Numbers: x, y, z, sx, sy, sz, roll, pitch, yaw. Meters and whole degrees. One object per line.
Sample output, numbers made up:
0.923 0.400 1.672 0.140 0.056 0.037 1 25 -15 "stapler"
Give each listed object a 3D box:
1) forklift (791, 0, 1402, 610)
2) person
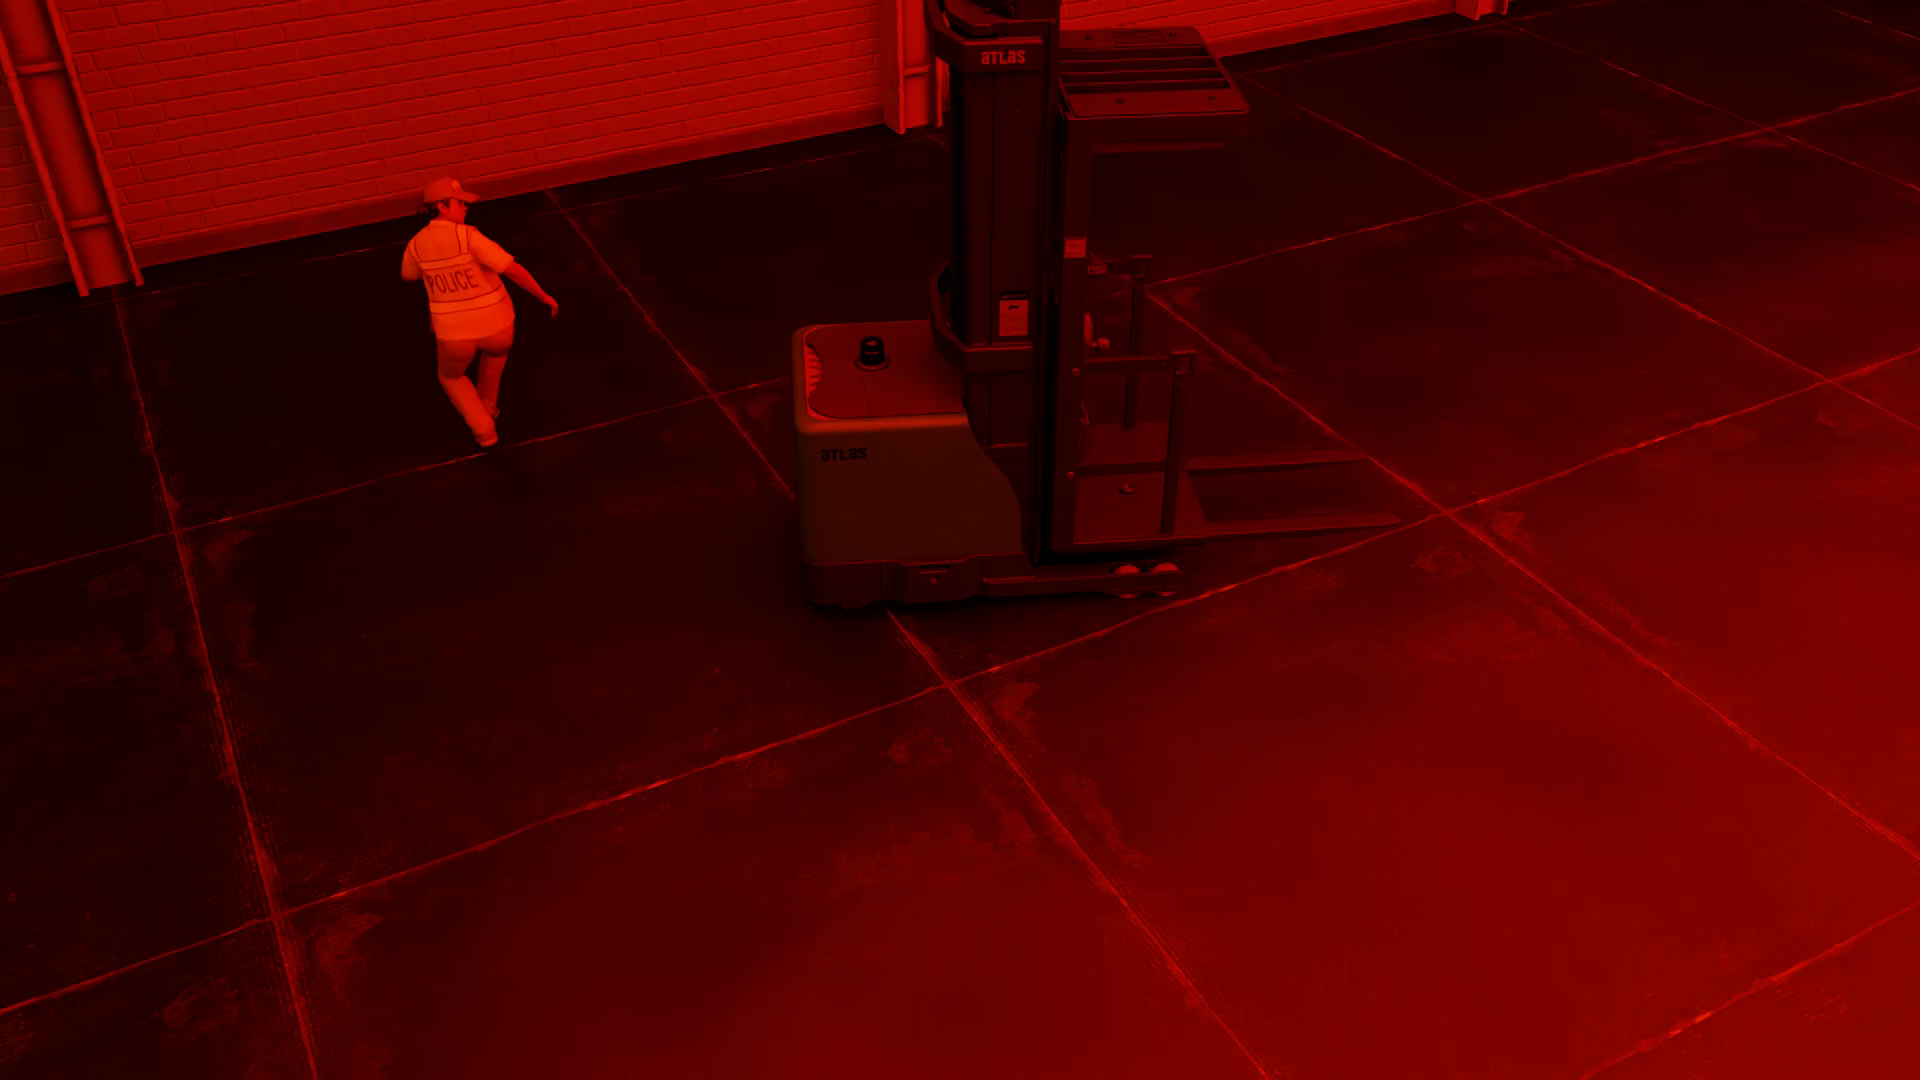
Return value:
0.694 -1.208 7.832 3.031 2.935 1.130 -3 35 -5 "forklift"
-2.623 -1.268 9.143 0.817 1.537 0.811 -7 36 -9 "person"
